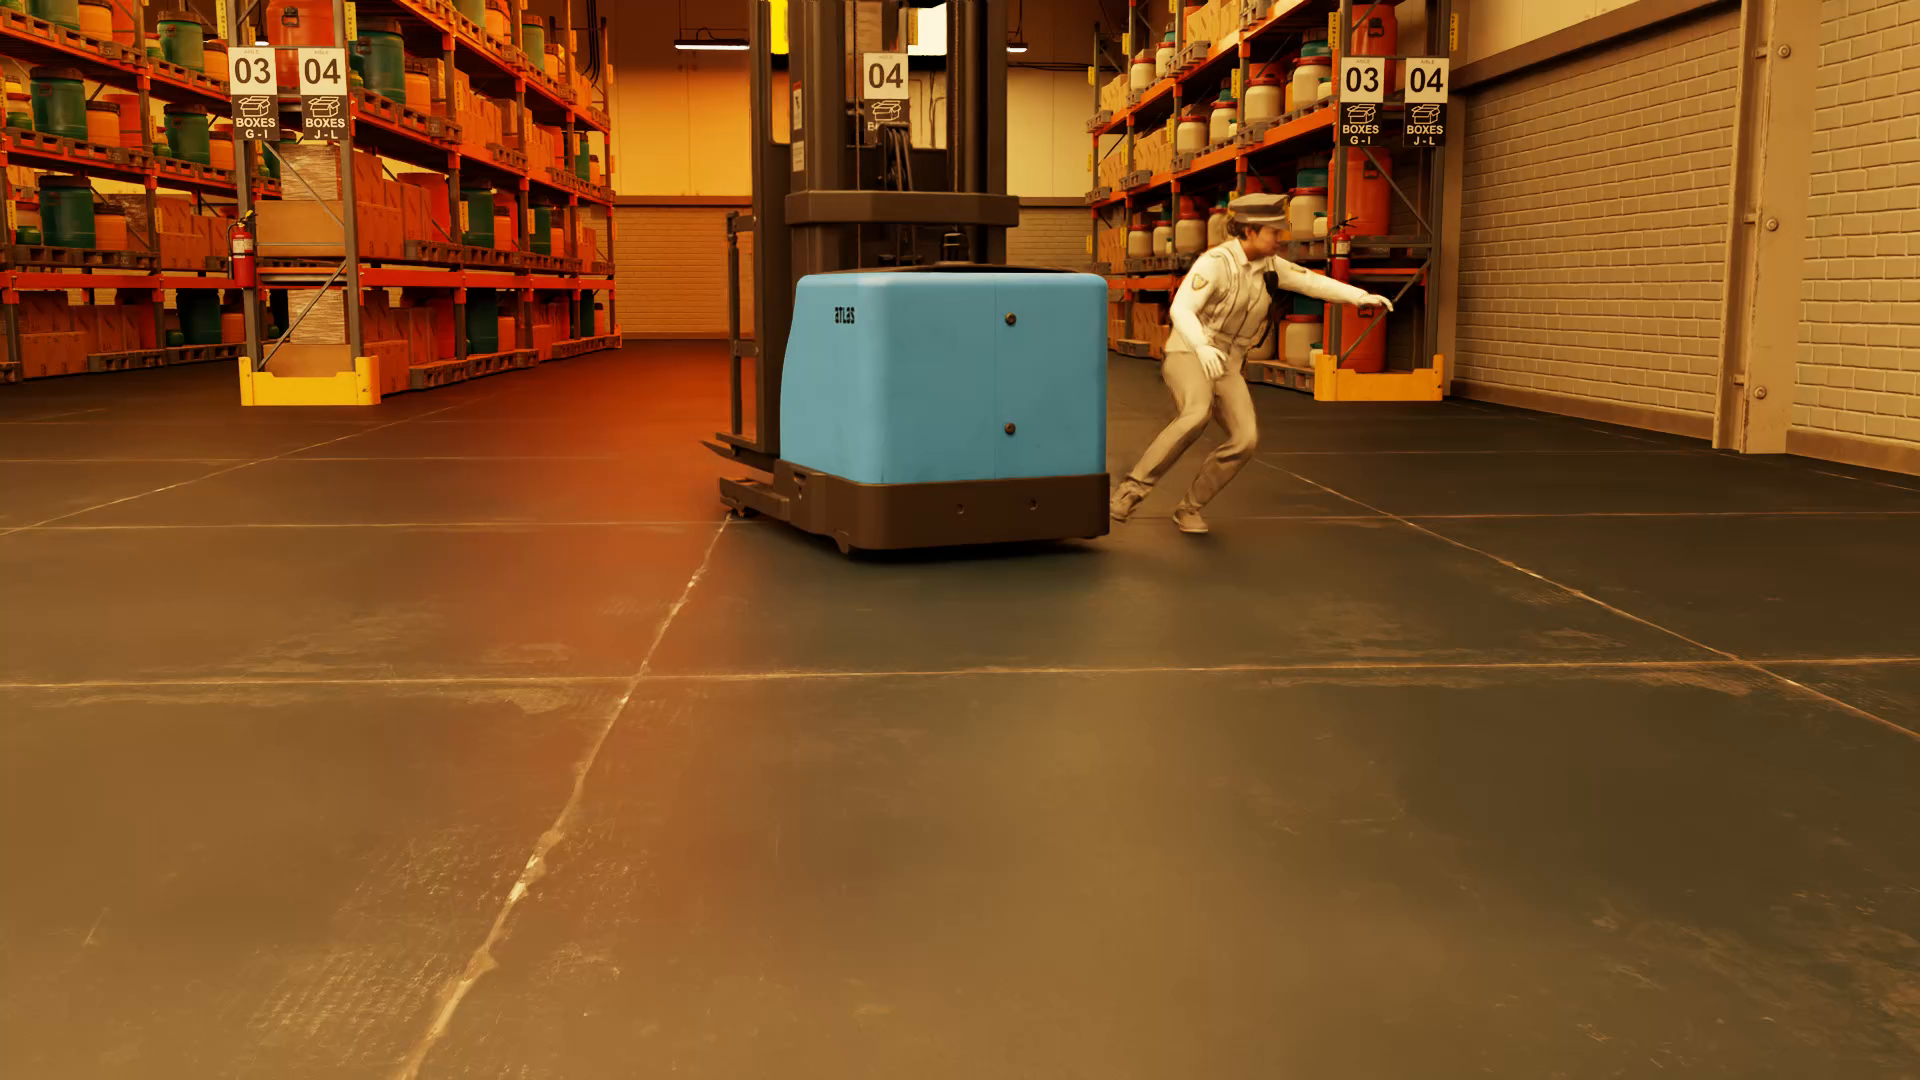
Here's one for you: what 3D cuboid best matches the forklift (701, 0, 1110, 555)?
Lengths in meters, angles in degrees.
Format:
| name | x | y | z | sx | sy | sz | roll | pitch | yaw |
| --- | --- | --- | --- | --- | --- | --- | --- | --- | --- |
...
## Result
| name | x | y | z | sx | sy | sz | roll | pitch | yaw |
| --- | --- | --- | --- | --- | --- | --- | --- | --- | --- |
| forklift | -0.463 | -1.572 | 7.416 | 1.130 | 2.935 | 3.031 | -4 | 9 | -23 |

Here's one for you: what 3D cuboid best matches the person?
| name | x | y | z | sx | sy | sz | roll | pitch | yaw |
| --- | --- | --- | --- | --- | --- | --- | --- | --- | --- |
| person | 1.110 | -0.716 | 6.902 | 1.202 | 1.429 | 0.848 | -7 | 11 | -37 |
